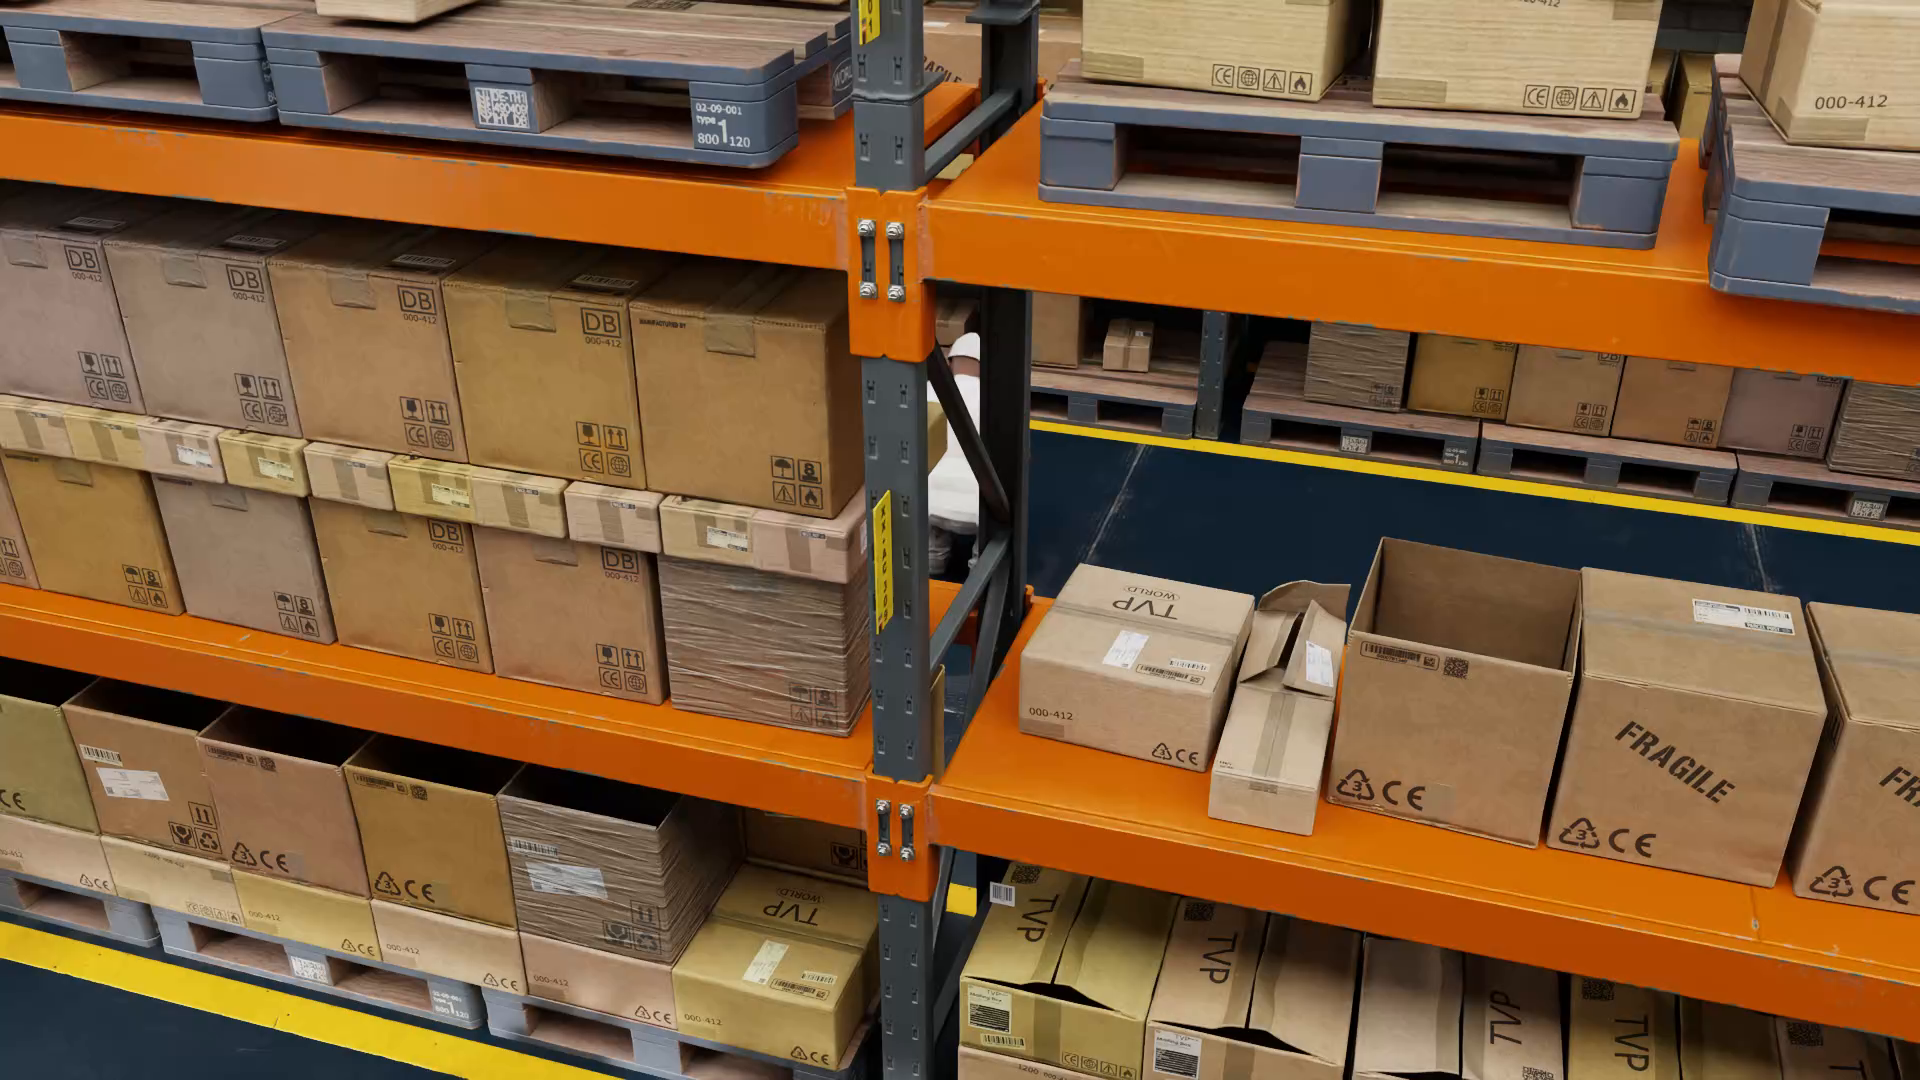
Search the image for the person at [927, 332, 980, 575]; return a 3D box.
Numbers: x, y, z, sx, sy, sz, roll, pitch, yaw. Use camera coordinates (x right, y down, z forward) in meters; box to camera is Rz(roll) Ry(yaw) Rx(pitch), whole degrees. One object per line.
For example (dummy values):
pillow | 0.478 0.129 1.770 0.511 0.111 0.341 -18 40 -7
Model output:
person | 0.015 -0.368 7.586 0.565 1.004 0.901 8 30 14
